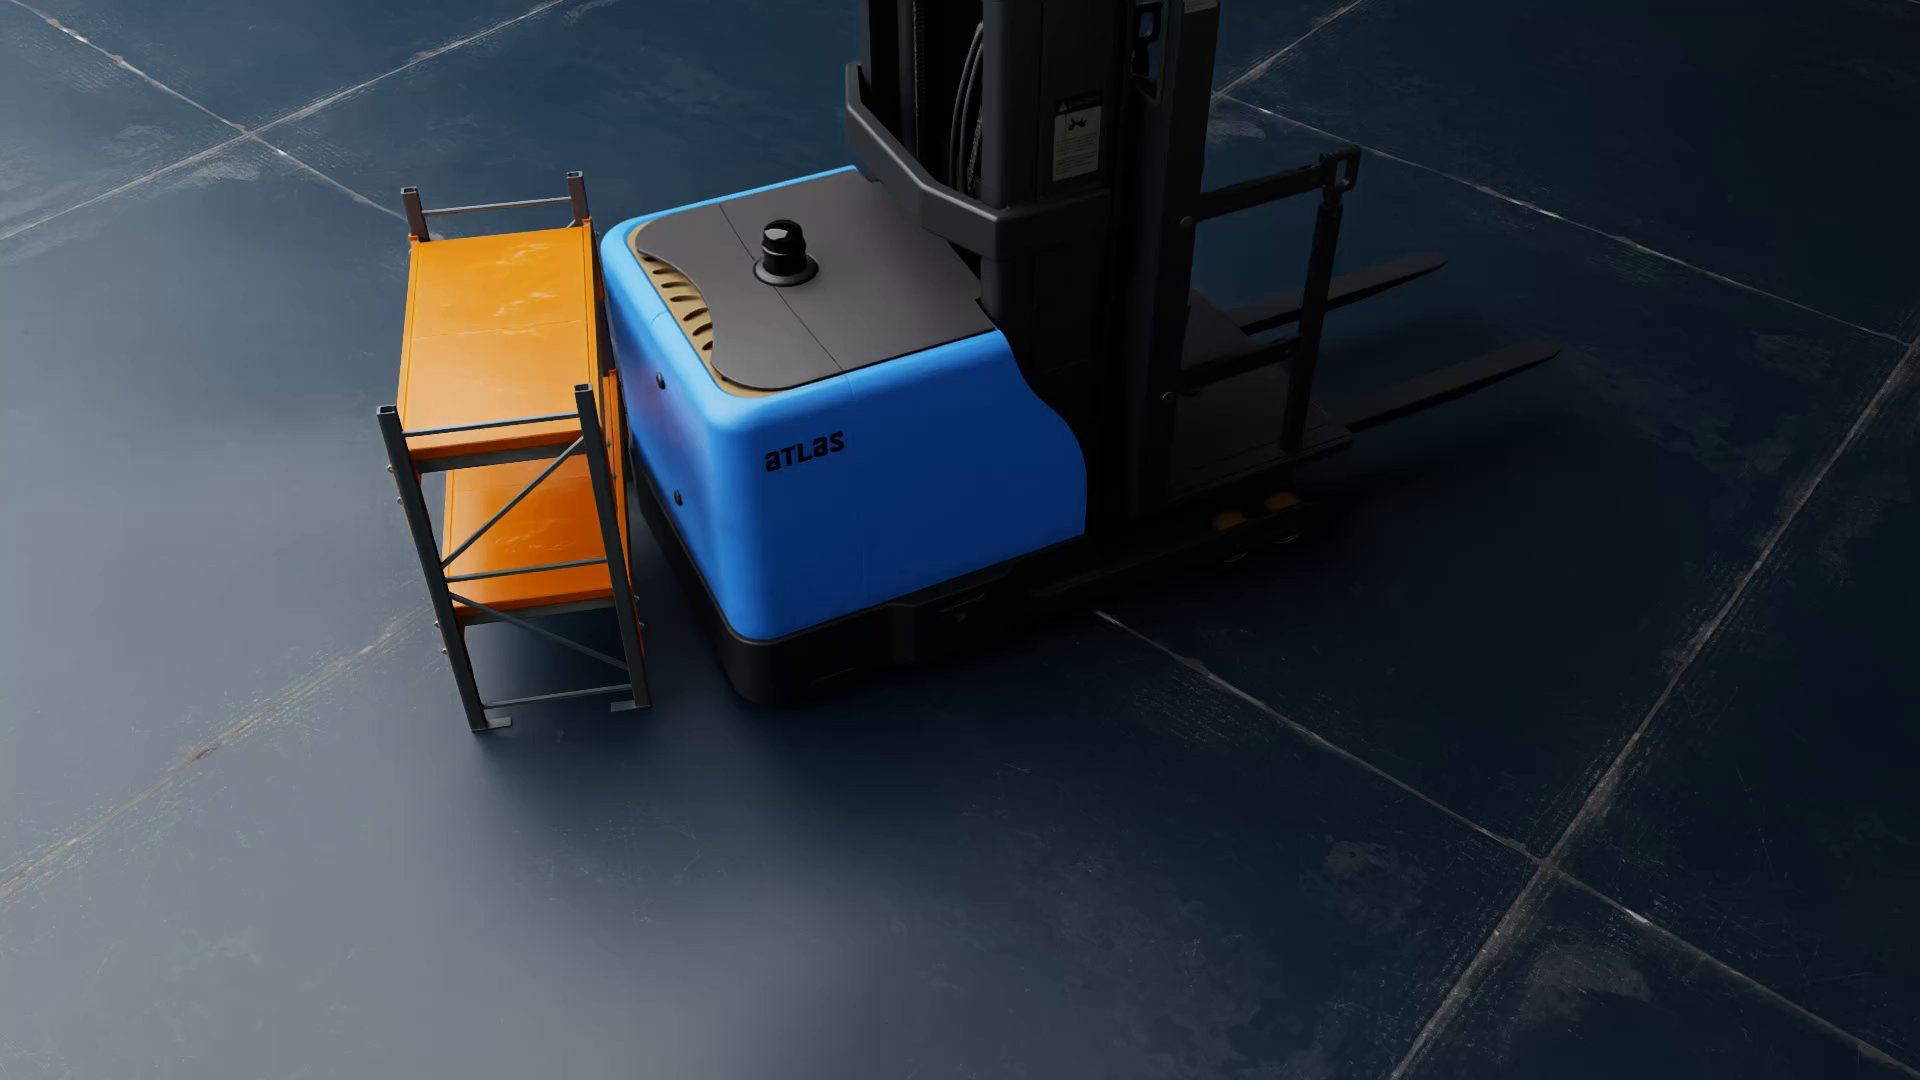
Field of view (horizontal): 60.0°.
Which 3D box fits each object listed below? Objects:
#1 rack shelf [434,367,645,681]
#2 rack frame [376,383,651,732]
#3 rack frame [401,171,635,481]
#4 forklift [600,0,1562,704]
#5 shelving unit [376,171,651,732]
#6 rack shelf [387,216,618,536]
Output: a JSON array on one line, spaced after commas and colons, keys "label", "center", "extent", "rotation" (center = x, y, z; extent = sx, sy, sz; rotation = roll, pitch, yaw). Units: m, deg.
[{"label": "rack shelf", "center": [-1.223, -0.075, 4.860], "extent": [0.538, 0.278, 1.000], "rotation": [-7, 43, -8]}, {"label": "rack frame", "center": [-1.127, 0.080, 4.326], "extent": [0.500, 1.125, 0.032], "rotation": [-7, 43, -8]}, {"label": "rack frame", "center": [-1.318, -0.592, 5.065], "extent": [0.500, 1.125, 0.032], "rotation": [-7, 43, -8]}, {"label": "forklift", "center": [0.539, -1.316, 4.519], "extent": [3.031, 2.935, 1.130], "rotation": [-18, 45, -19]}, {"label": "shelving unit", "center": [-1.223, -0.256, 4.695], "extent": [0.538, 1.125, 1.048], "rotation": [-7, 43, -8]}, {"label": "rack shelf", "center": [-1.223, -0.473, 4.499], "extent": [0.538, 0.278, 1.000], "rotation": [-7, 43, -8]}]
